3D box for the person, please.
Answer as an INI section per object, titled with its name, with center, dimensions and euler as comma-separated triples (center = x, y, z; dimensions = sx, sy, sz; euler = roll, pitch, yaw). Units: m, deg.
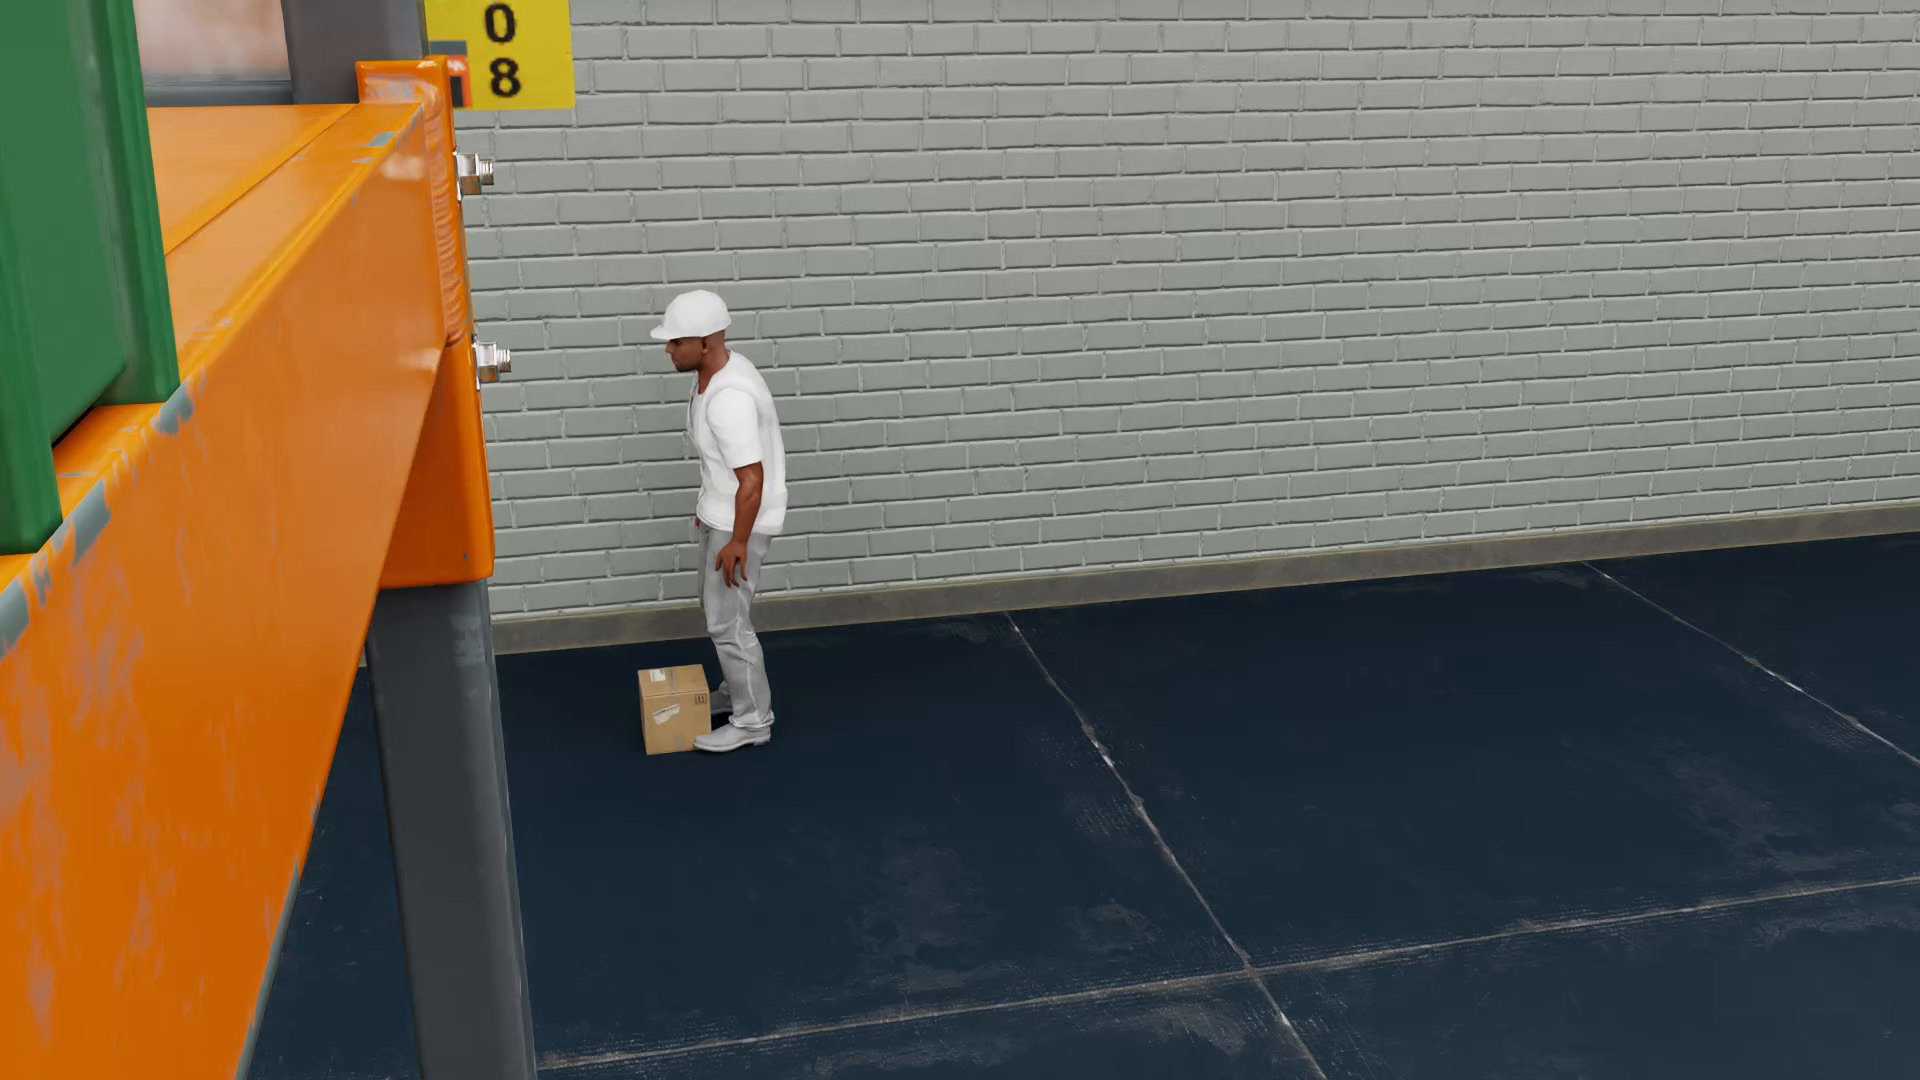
[person]
center = -0.888, -0.074, 6.255
dimensions = 0.463, 1.759, 0.625
euler = -5, 20, -15
